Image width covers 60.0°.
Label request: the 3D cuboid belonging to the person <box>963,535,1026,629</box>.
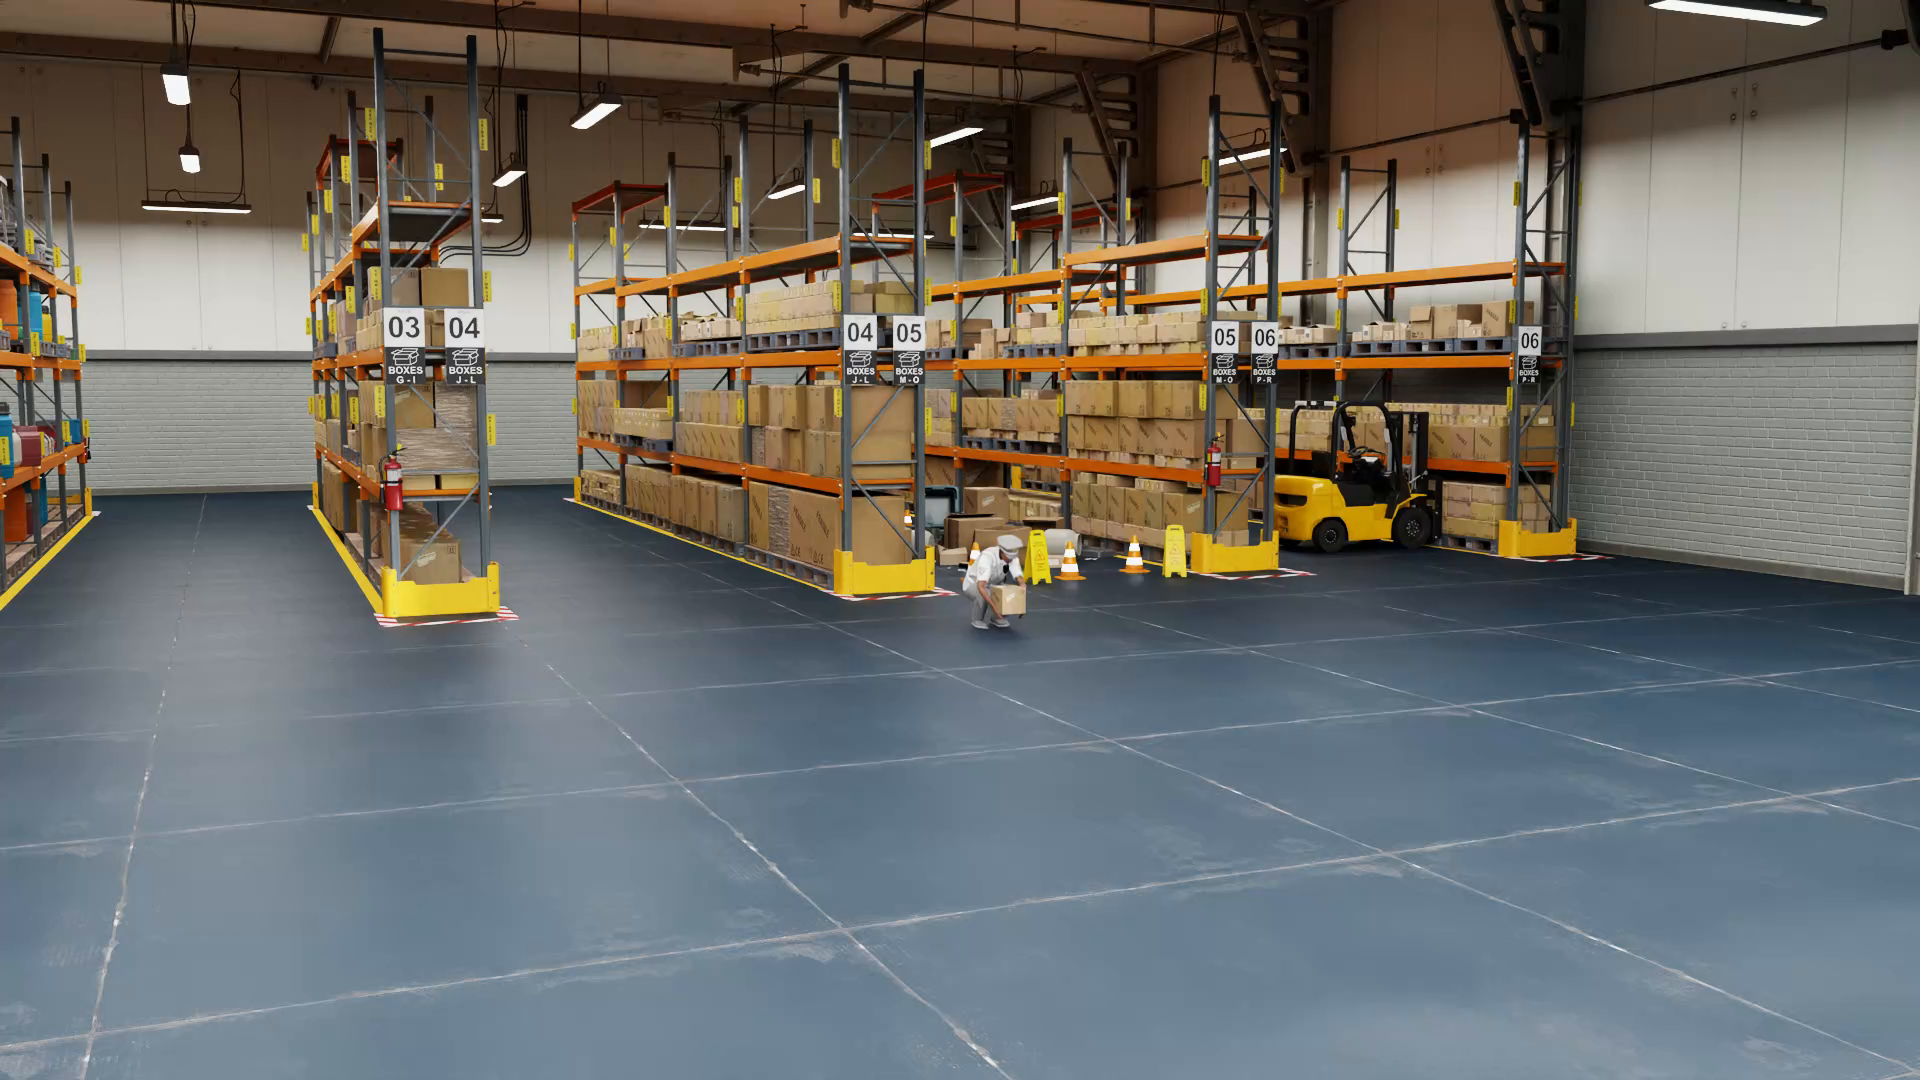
[{"bbox_3d":[0.339,0.413,16.507,0.512,0.952,0.832,-2,6,-24],"label":"person"}]
